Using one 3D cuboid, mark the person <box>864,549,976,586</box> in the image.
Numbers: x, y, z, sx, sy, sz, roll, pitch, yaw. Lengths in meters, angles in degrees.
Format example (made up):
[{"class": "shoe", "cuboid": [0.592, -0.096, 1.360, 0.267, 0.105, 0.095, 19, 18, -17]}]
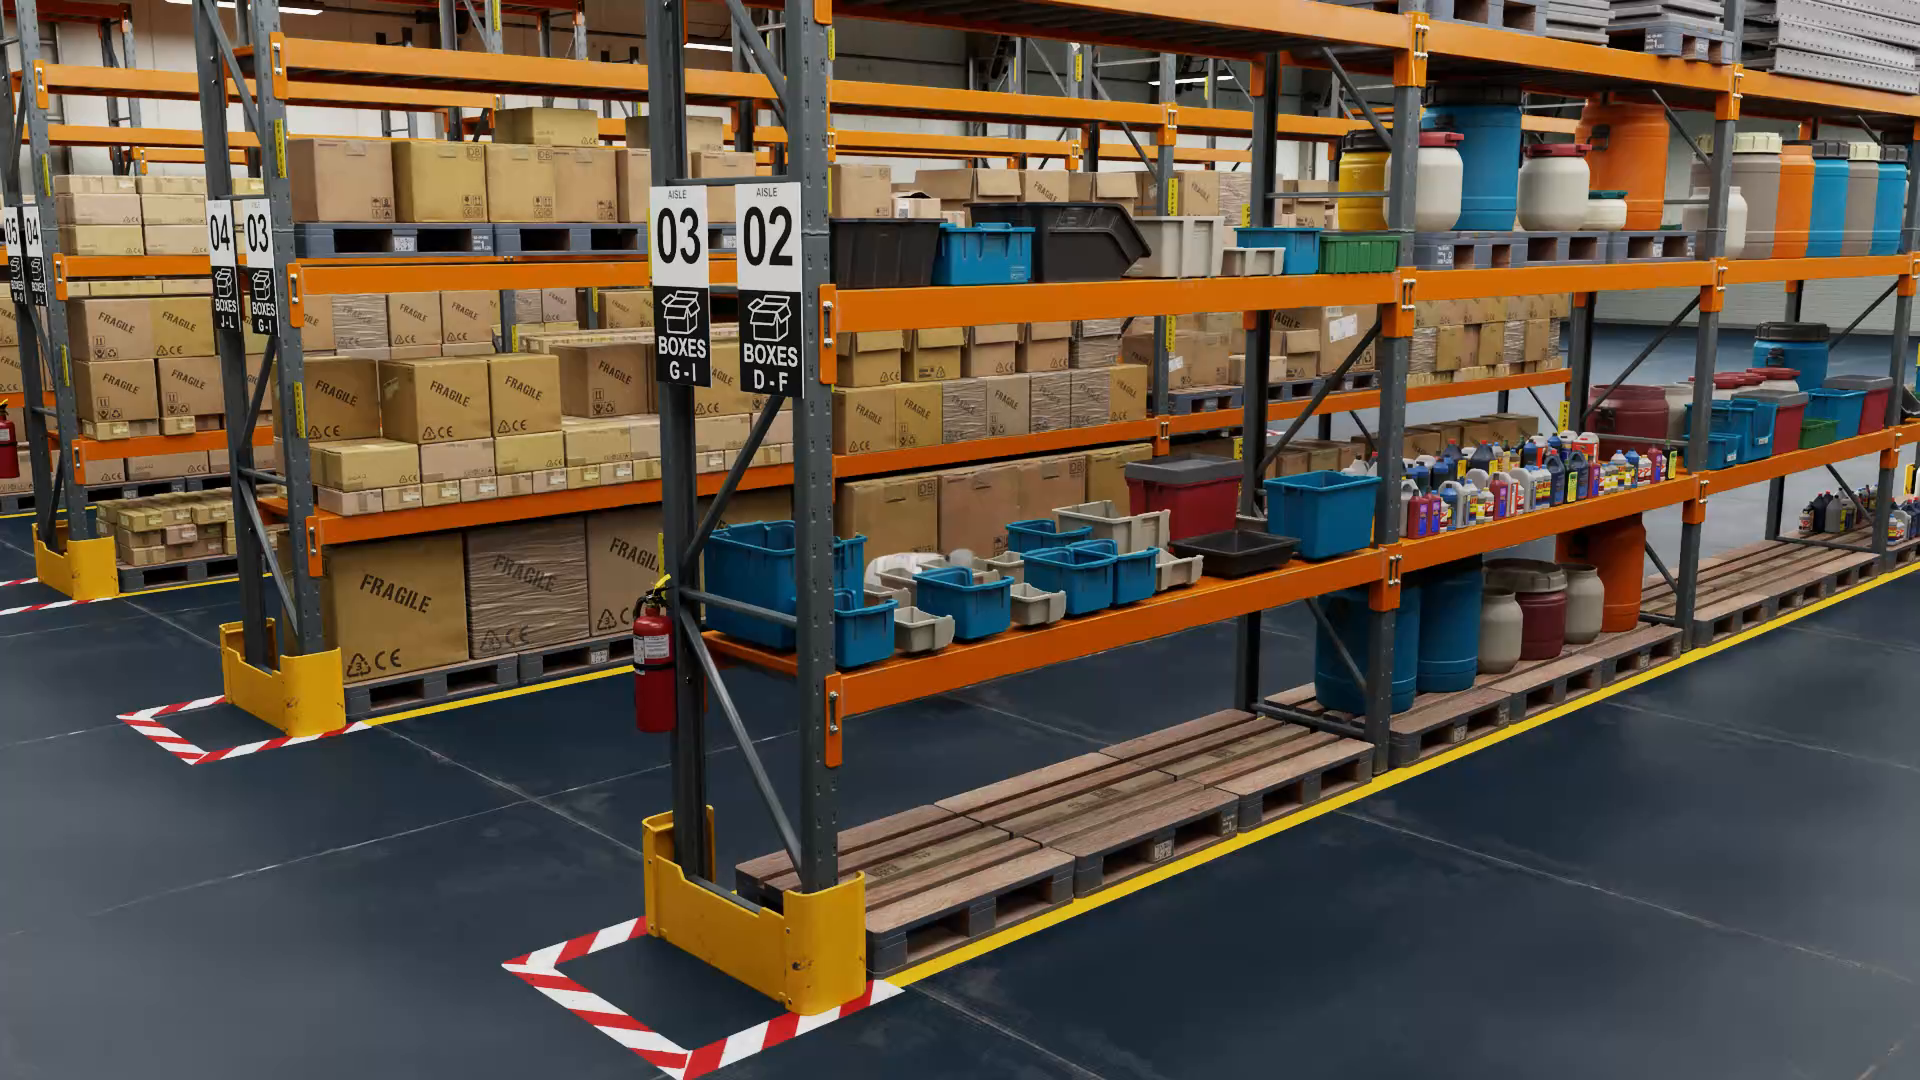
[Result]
[{"class": "person", "cuboid": [-0.238, 0.522, 10.904, 0.920, 1.018, 0.447, 10, 15, 43]}]
